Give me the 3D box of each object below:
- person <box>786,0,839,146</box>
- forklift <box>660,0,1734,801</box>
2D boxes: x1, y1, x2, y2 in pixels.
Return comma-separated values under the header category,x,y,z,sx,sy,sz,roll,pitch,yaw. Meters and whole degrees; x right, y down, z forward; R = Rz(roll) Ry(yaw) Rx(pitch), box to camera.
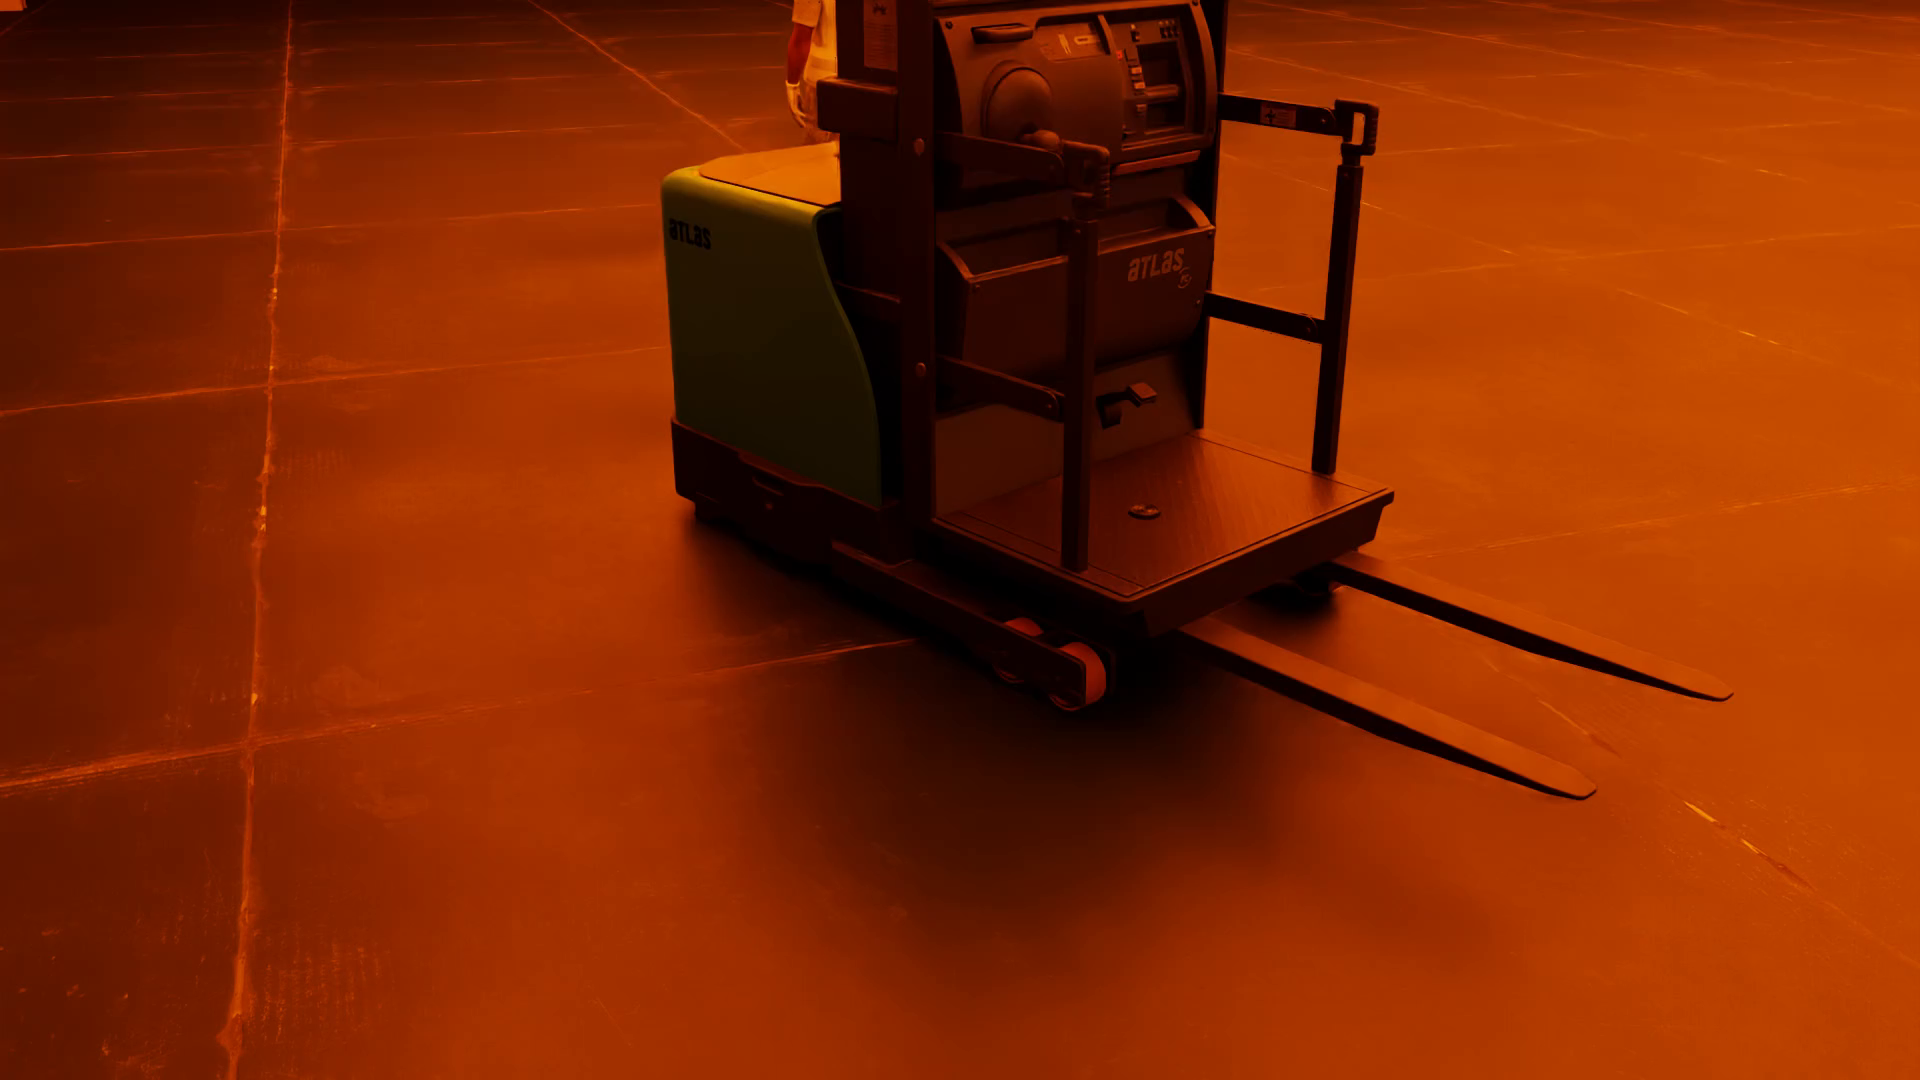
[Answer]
category,x,y,z,sx,sy,sz,roll,pitch,yaw
person,-0.556,-2.173,7.950,0.651,1.793,0.515,-13,26,-27
forklift,0.460,-1.155,4.045,1.130,2.935,3.031,-19,30,-38
